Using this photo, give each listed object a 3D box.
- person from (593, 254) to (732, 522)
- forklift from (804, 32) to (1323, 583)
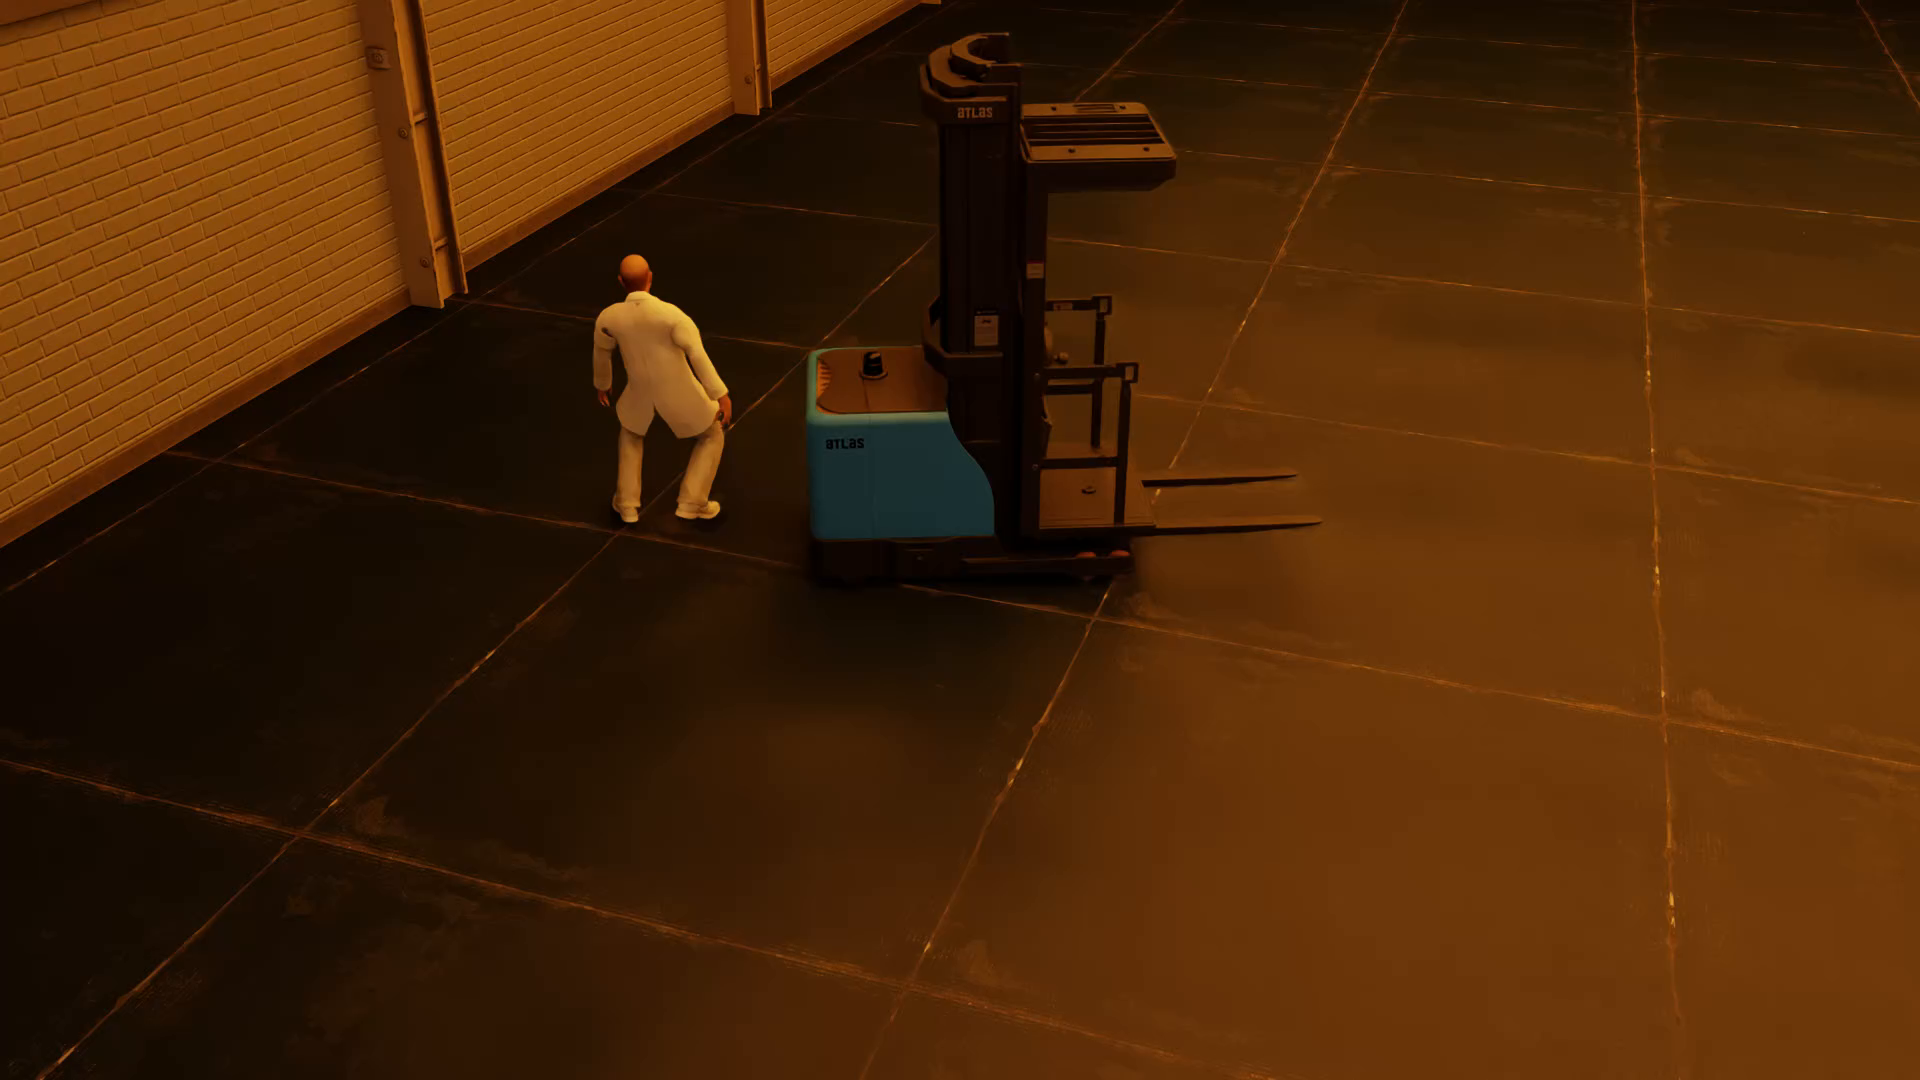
[{"bbox_3d":[-1.769,-0.899,9.914,0.942,1.658,0.572,9,31,15],"label":"person"},{"bbox_3d":[0.614,-1.301,9.418,3.031,2.935,1.130,-2,30,-3],"label":"forklift"}]
